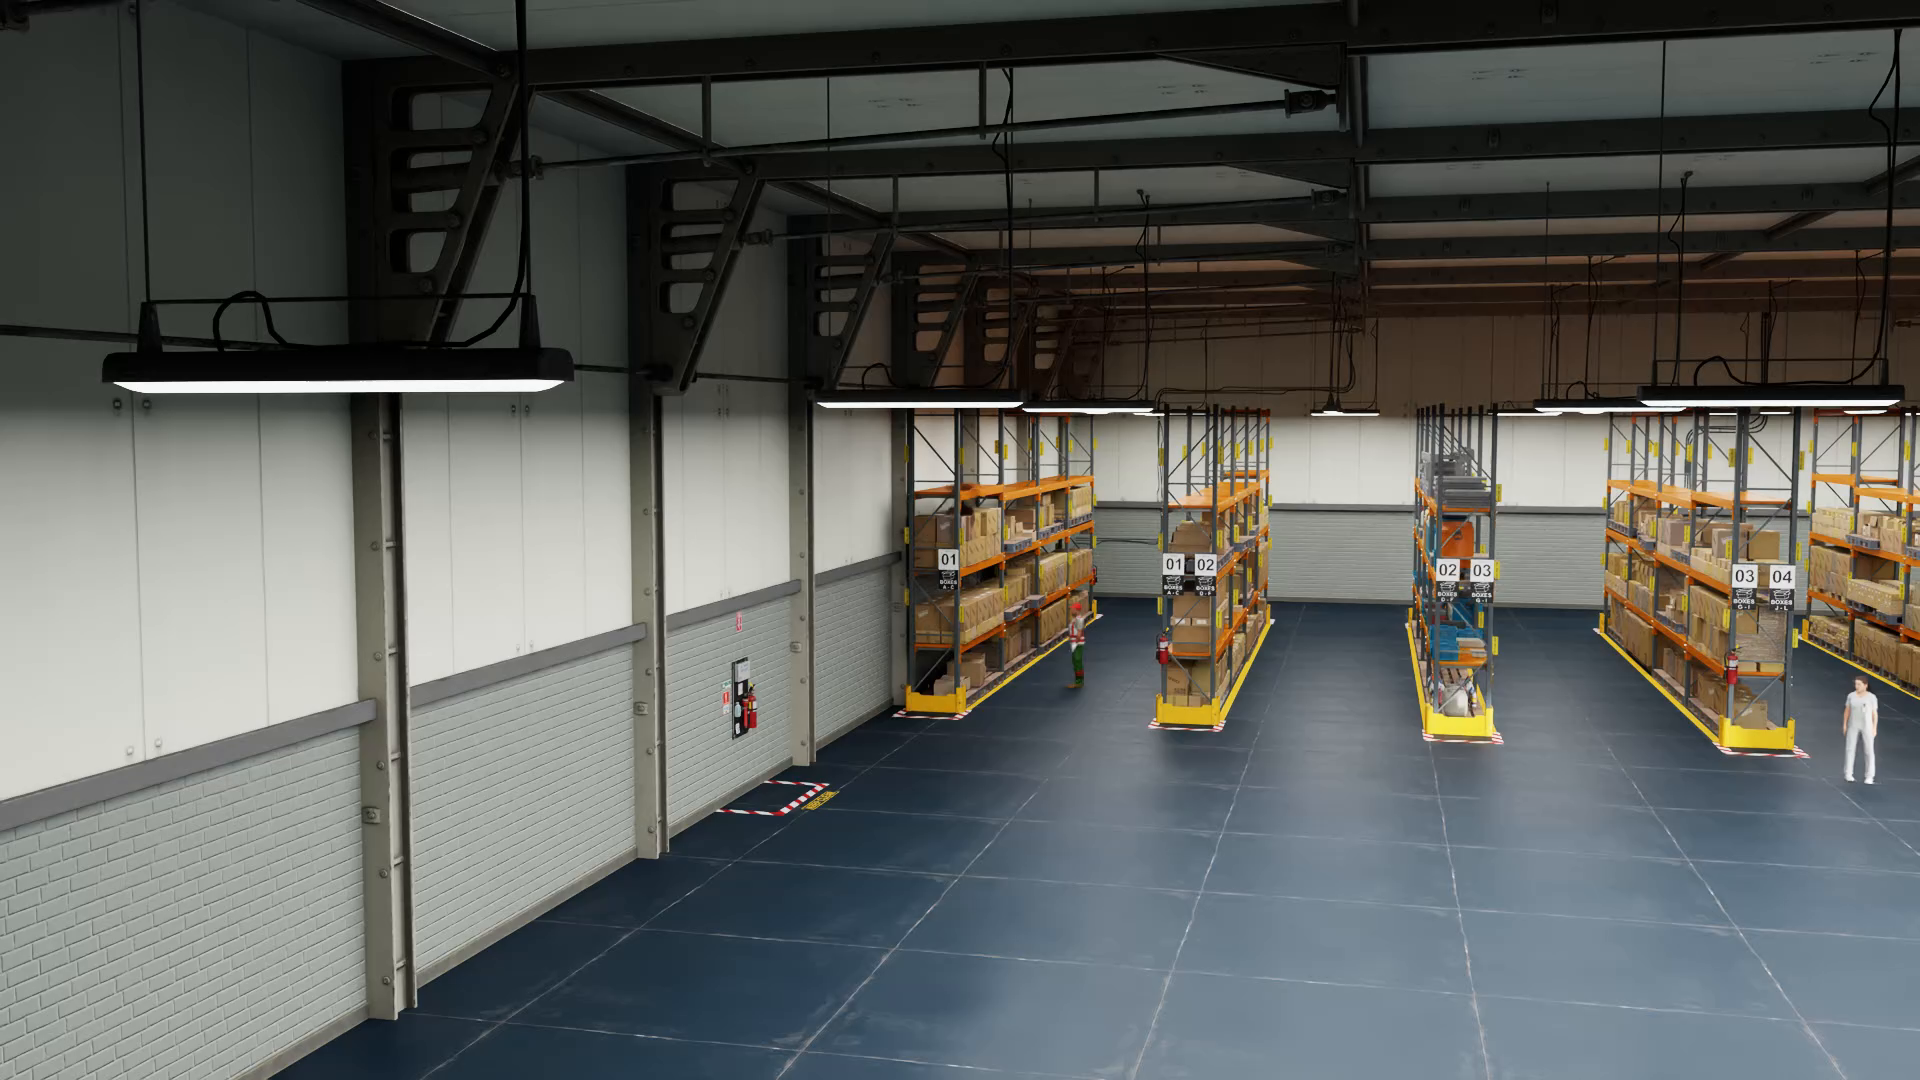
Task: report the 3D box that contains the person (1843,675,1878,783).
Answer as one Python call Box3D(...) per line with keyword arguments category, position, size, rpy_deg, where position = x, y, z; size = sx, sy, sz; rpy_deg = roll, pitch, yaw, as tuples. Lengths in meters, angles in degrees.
Box3D(category="person", position=(14.190, 2.969, 26.232), size=(0.475, 1.680, 0.388), rpy_deg=(4, 5, 40))

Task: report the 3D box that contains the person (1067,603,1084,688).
Box3D(category="person", position=(2.456, 2.237, 35.402), size=(0.367, 1.791, 0.575), rpy_deg=(0, 4, -3))

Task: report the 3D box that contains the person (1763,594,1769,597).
Box3D(category="person", position=(21.009, 1.752, 43.538), size=(0.480, 1.578, 0.479), rpy_deg=(2, 5, 23))
